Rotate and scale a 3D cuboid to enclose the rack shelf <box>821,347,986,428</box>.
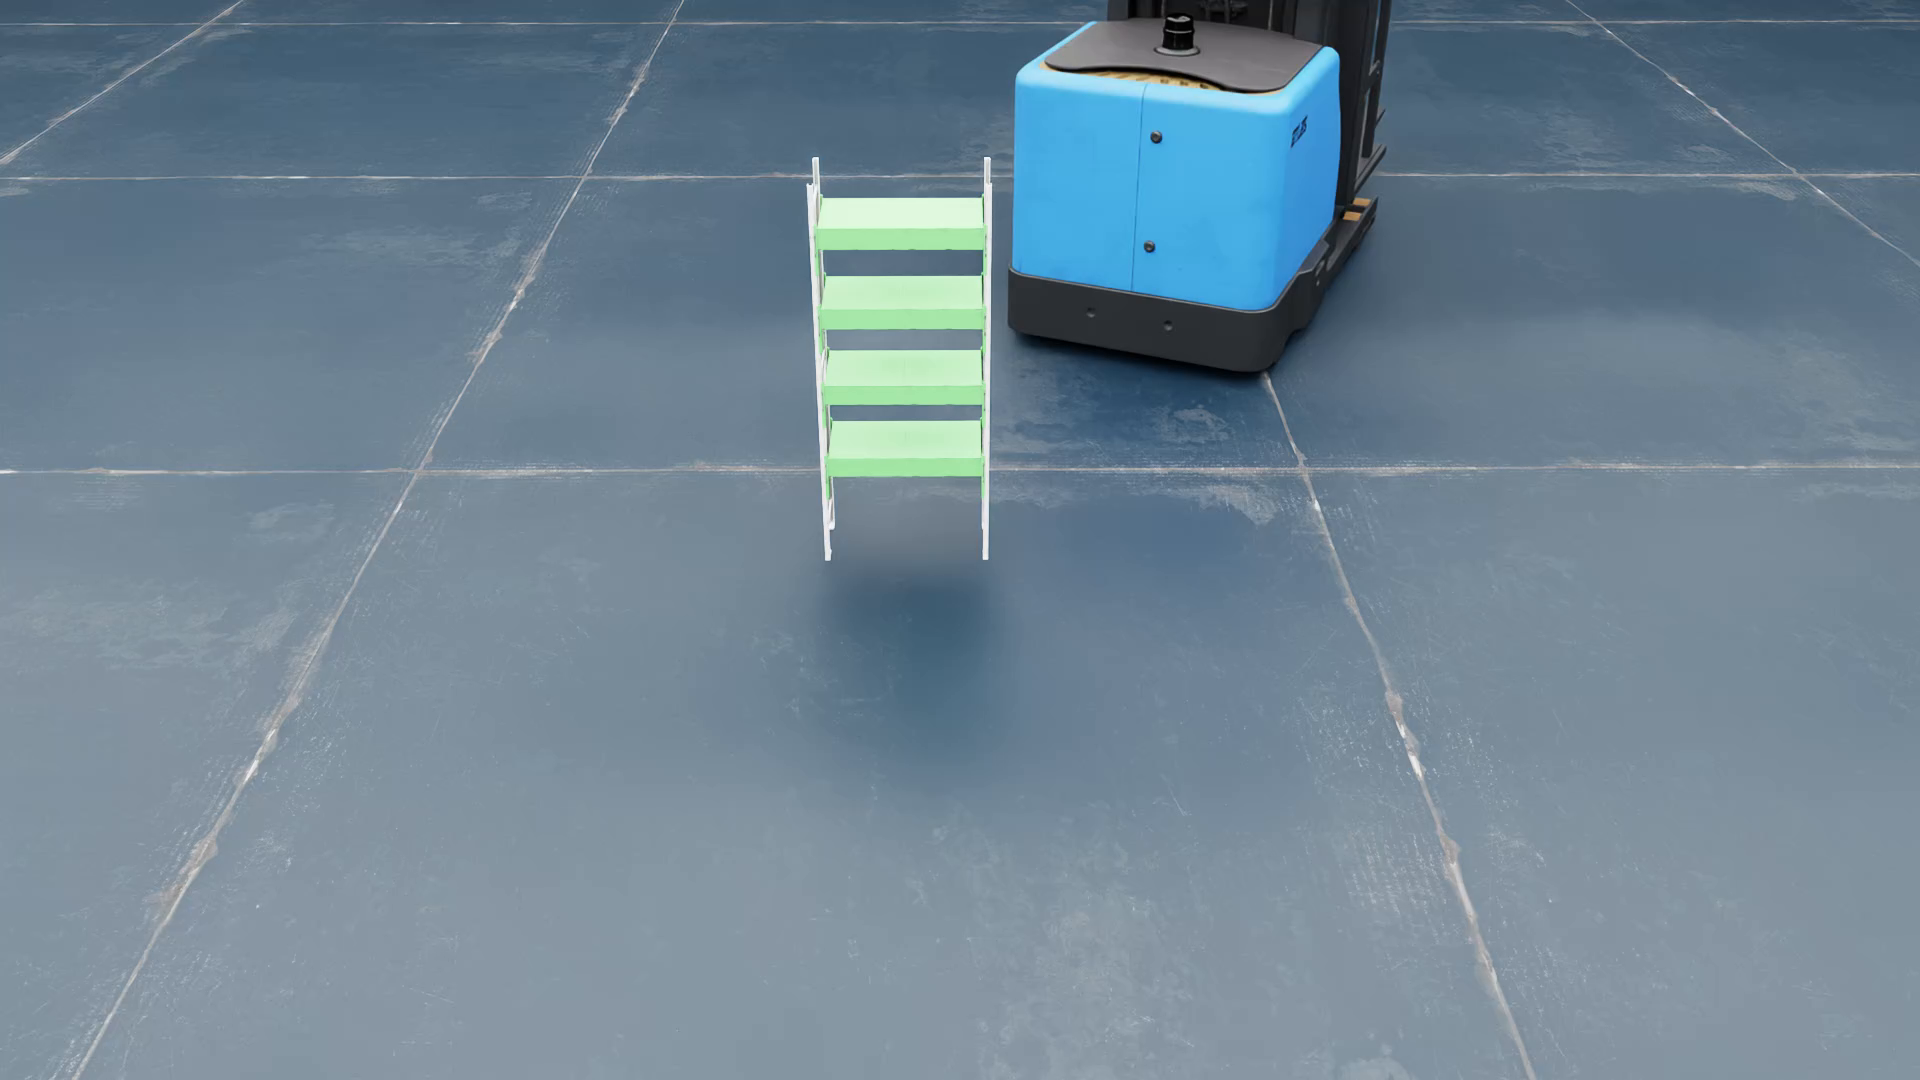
[{"bbox_3d":[-0.166,-0.458,4.971,0.480,0.148,0.258,0,31,0],"label":"rack shelf"}]

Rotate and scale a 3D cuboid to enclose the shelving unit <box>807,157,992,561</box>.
[{"bbox_3d":[-0.166,-0.512,4.938,0.503,1.200,0.258,0,31,0],"label":"shelving unit"}]

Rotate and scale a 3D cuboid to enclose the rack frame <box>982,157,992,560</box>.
[{"bbox_3d":[0.078,-0.513,4.939,0.015,1.200,0.240,0,31,0],"label":"rack frame"}]

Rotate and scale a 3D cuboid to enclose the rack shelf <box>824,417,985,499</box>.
[{"bbox_3d":[-0.166,-0.253,5.096,0.480,0.148,0.258,0,31,0],"label":"rack shelf"}]

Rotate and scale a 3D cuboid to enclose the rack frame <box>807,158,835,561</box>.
[{"bbox_3d":[-0.410,-0.512,4.937,0.015,1.200,0.240,0,31,0],"label":"rack frame"}]

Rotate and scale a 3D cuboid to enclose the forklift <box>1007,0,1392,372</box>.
[{"bbox_3d":[1.240,-2.621,6.744,1.130,2.935,3.031,13,34,20],"label":"forklift"}]

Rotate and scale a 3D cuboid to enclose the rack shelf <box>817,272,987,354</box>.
[{"bbox_3d":[-0.166,-0.663,4.847,0.480,0.148,0.258,0,31,0],"label":"rack shelf"}]

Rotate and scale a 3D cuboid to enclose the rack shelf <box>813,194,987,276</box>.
[{"bbox_3d":[-0.166,-0.868,4.722,0.480,0.148,0.258,0,31,0],"label":"rack shelf"}]
